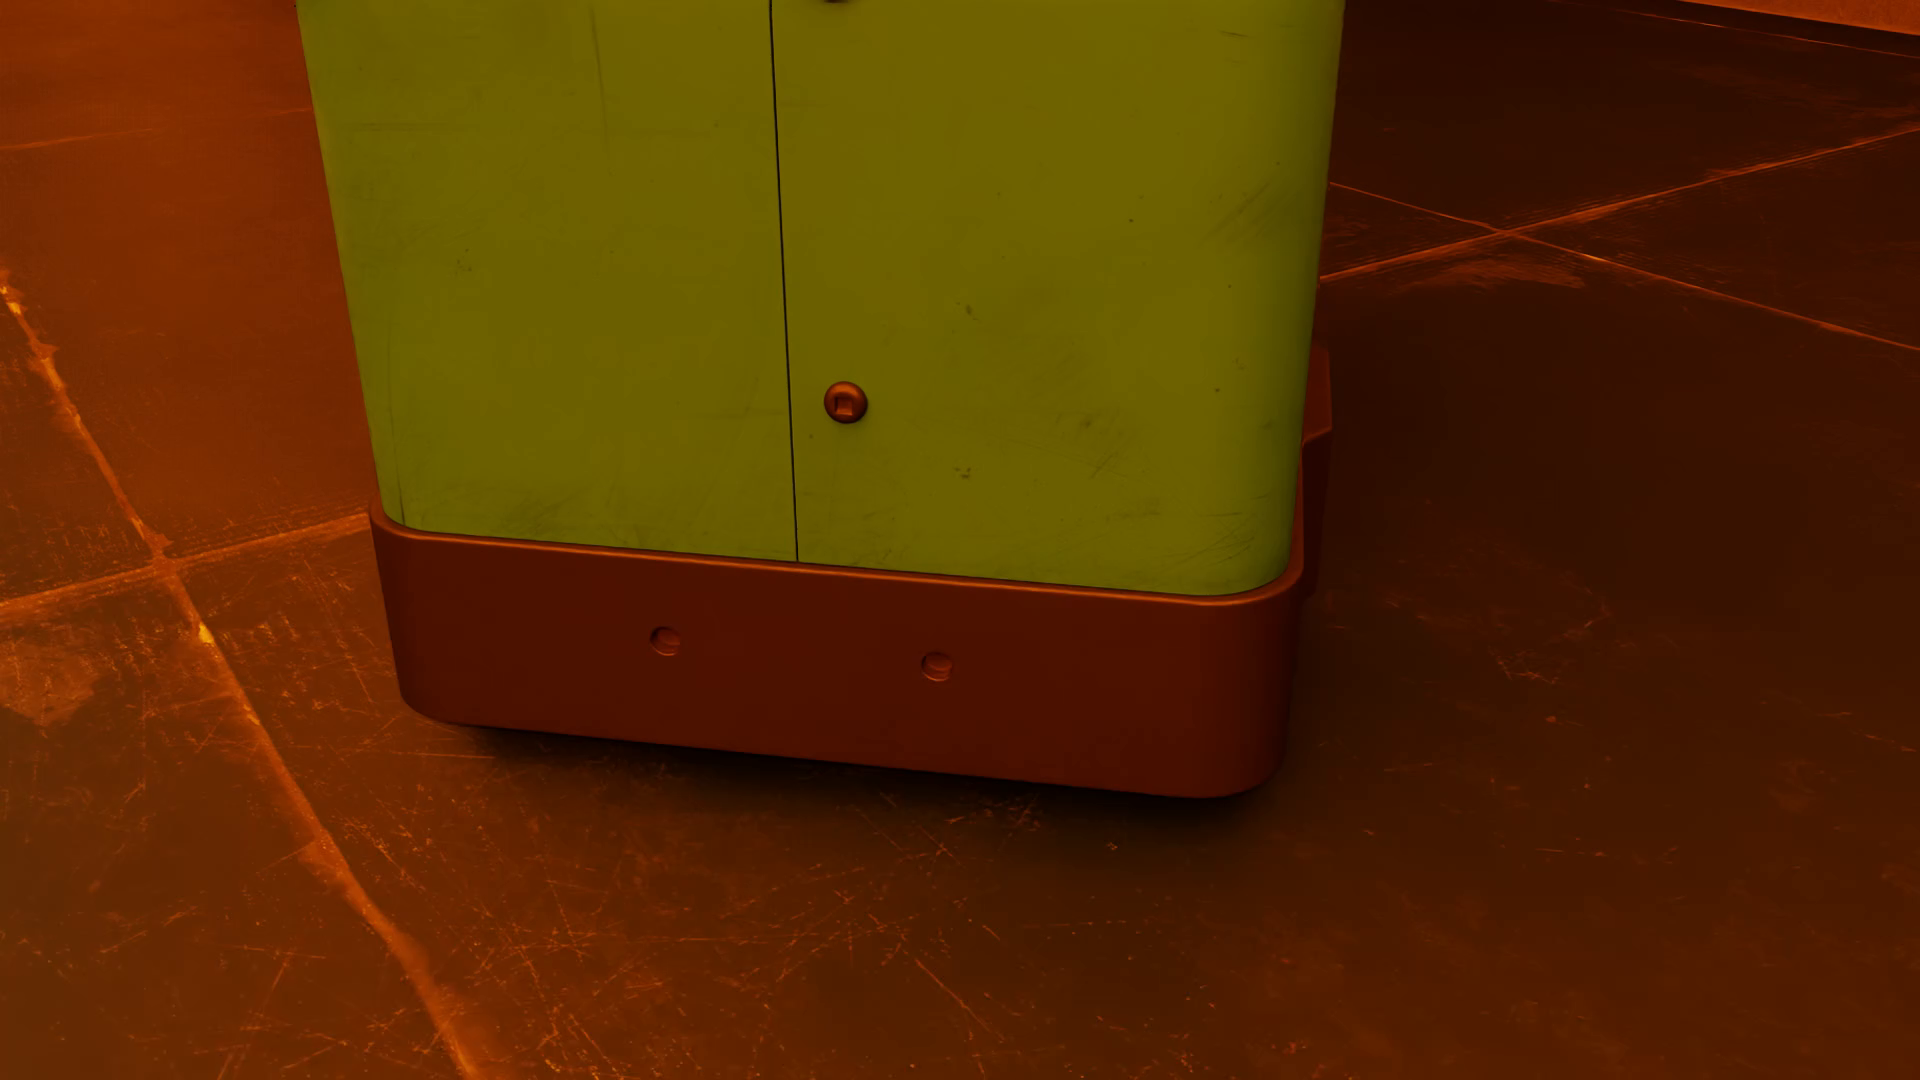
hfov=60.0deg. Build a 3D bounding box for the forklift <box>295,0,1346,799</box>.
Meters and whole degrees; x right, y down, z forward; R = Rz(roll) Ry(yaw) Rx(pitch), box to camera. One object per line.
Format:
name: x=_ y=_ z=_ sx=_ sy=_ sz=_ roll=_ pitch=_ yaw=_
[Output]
forklift: x=0.094 y=-1.669 z=2.559 sx=1.130 sy=2.935 sz=3.031 roll=5 pitch=27 yaw=9
